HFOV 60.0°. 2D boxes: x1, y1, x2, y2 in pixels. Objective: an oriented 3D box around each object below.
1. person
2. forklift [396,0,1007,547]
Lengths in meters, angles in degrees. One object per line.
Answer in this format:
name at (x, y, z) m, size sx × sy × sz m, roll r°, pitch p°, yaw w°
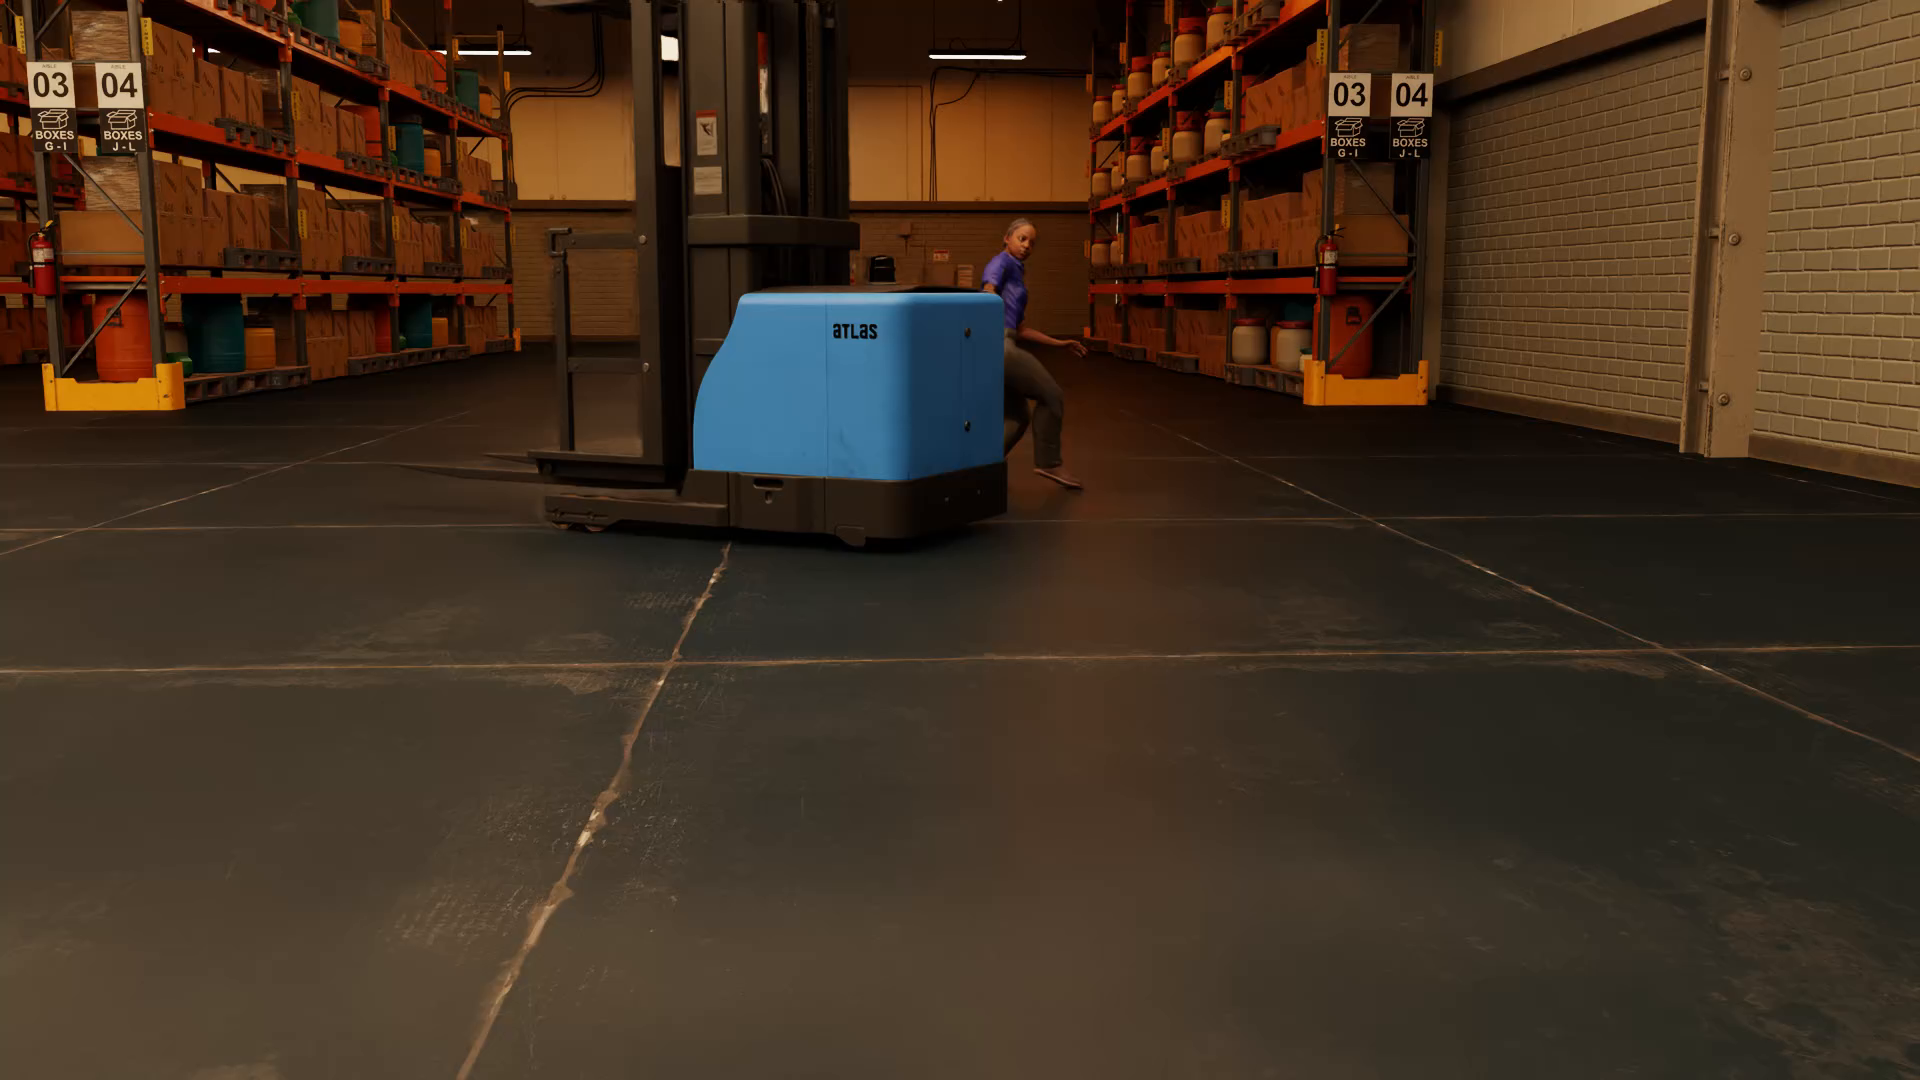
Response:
person at (0.371, -0.982, 8.946) m, size 0.746 × 1.490 × 0.684 m, roll -3°, pitch 9°, yaw -18°
forklift at (-1.332, -1.548, 7.757) m, size 3.031 × 2.935 × 1.130 m, roll 4°, pitch 9°, yaw 27°
